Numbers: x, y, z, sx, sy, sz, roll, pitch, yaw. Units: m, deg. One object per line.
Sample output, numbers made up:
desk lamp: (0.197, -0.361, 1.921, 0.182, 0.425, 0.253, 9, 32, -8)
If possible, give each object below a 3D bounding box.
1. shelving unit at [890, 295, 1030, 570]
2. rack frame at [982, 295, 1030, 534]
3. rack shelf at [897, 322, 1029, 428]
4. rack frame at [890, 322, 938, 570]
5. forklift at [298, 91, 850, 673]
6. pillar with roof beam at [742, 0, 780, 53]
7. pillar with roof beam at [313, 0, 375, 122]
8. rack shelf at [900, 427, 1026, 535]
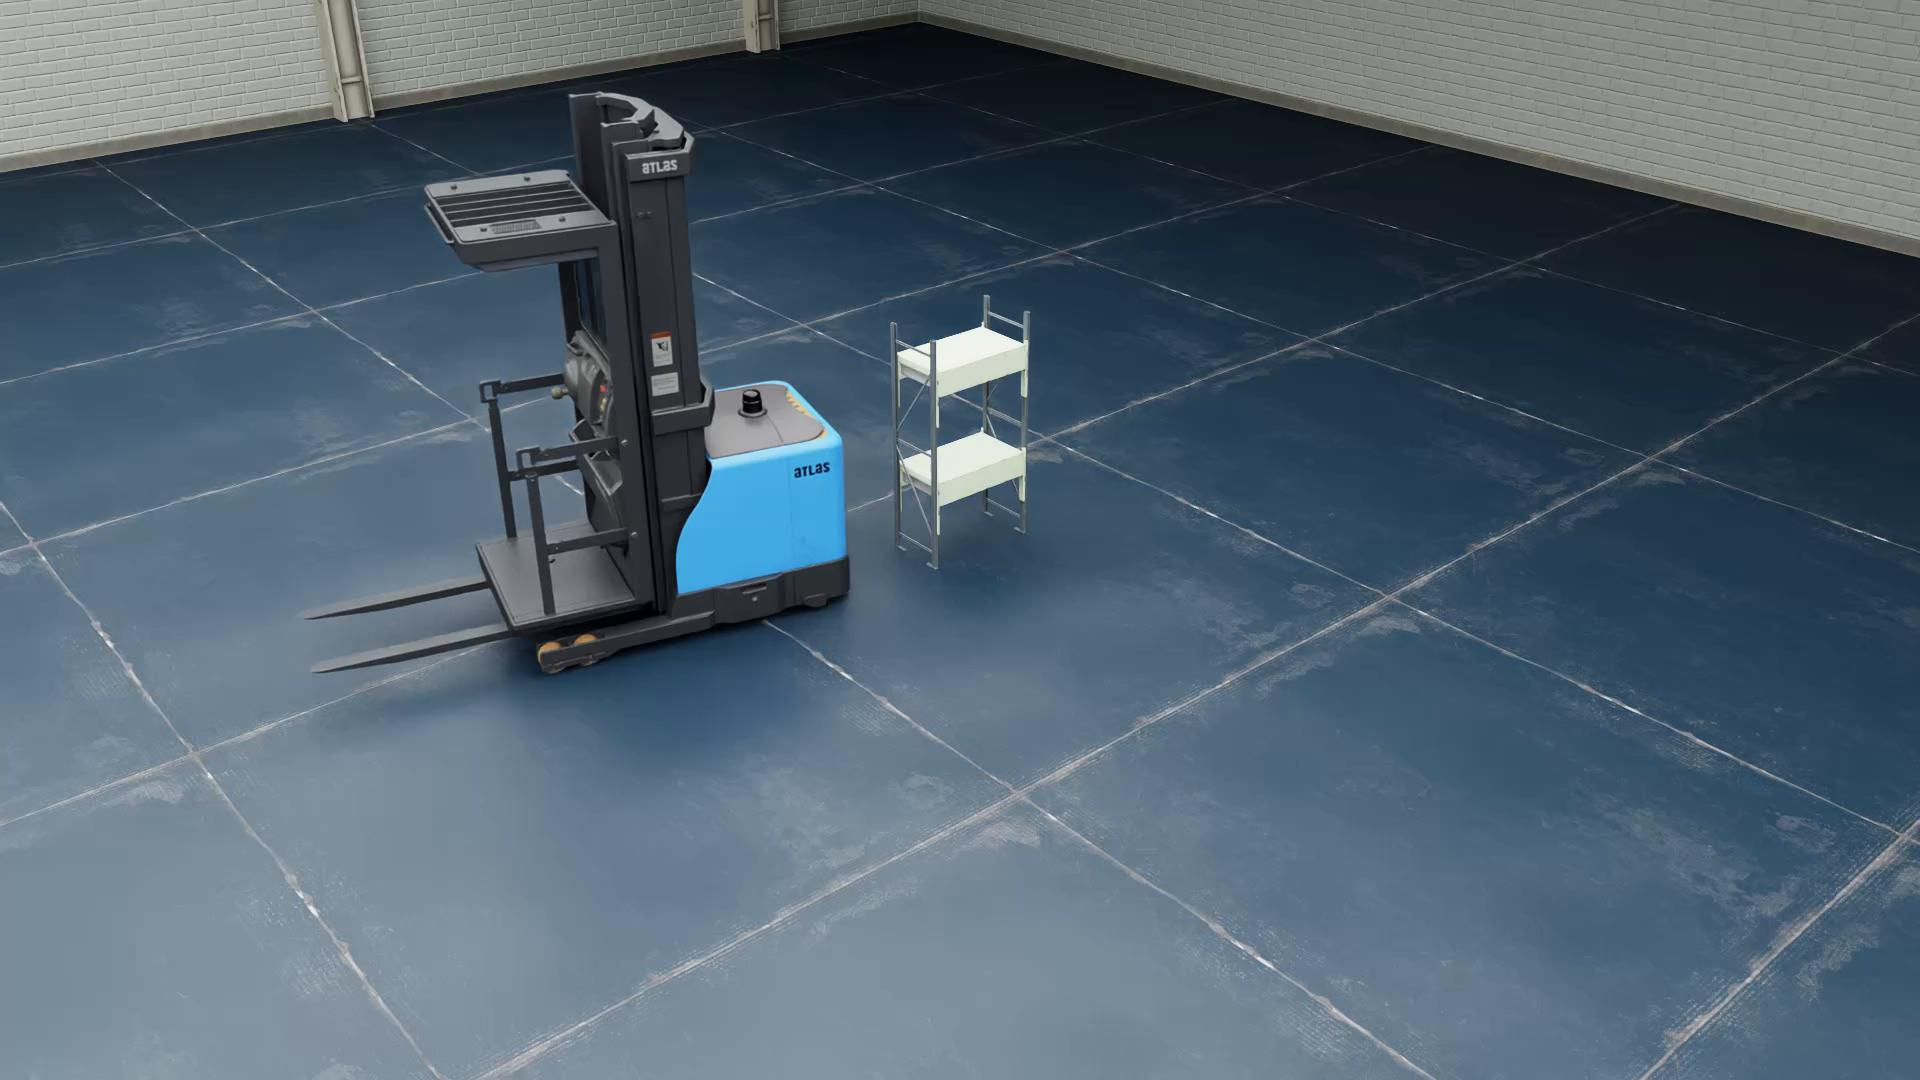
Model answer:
shelving unit: (0.005, -0.664, 10.259, 0.755, 1.500, 0.431, -22, 35, -35)
rack frame: (0.284, -0.775, 10.468, 0.023, 1.500, 0.400, -22, 35, -35)
rack shelf: (0.005, -1.008, 10.075, 0.720, 0.370, 0.431, -22, 35, -35)
rack frame: (-0.273, -0.552, 10.049, 0.023, 1.500, 0.400, -22, 35, -35)
forklift: (-2.214, -0.839, 9.069, 3.031, 2.935, 1.130, -12, 31, -22)
pillar with roof beam: (-0.015, -9.412, 18.673, 0.400, 9.000, 9.100, -22, 35, -35)
pillar with roof beam: (-4.580, -7.577, 15.239, 0.400, 9.000, 9.100, -22, 35, -35)
rack shelf: (0.005, -0.376, 10.412, 0.720, 0.370, 0.431, -22, 35, -35)
